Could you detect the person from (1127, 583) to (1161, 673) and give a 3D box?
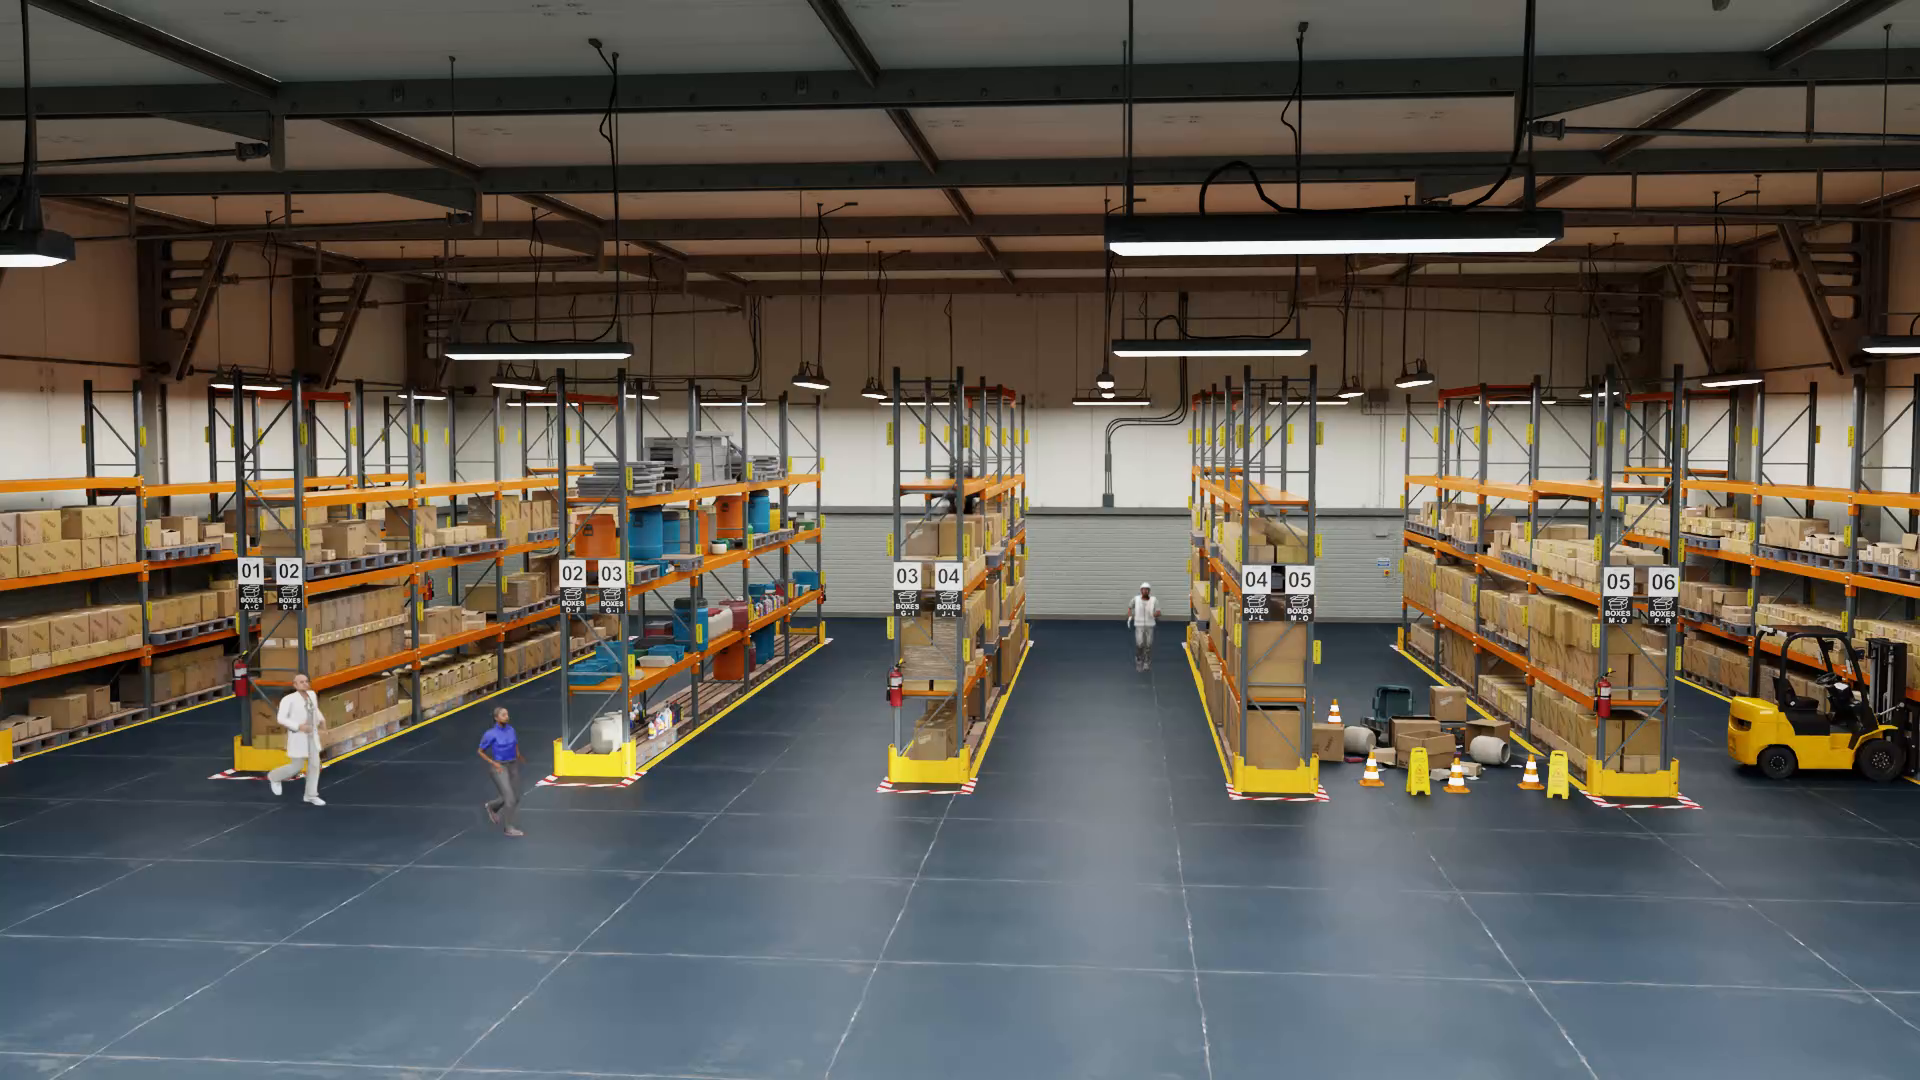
[{"bbox_3d":[3.709,1.773,33.444,0.662,1.823,0.678,0,4,2],"label":"person"}]

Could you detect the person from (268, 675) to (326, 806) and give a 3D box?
[{"bbox_3d":[-9.036,2.720,22.763,0.933,1.784,0.719,2,4,30],"label":"person"}]

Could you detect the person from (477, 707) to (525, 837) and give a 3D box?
[{"bbox_3d":[-5.777,2.896,20.908,0.701,1.608,0.581,2,4,31],"label":"person"}]
